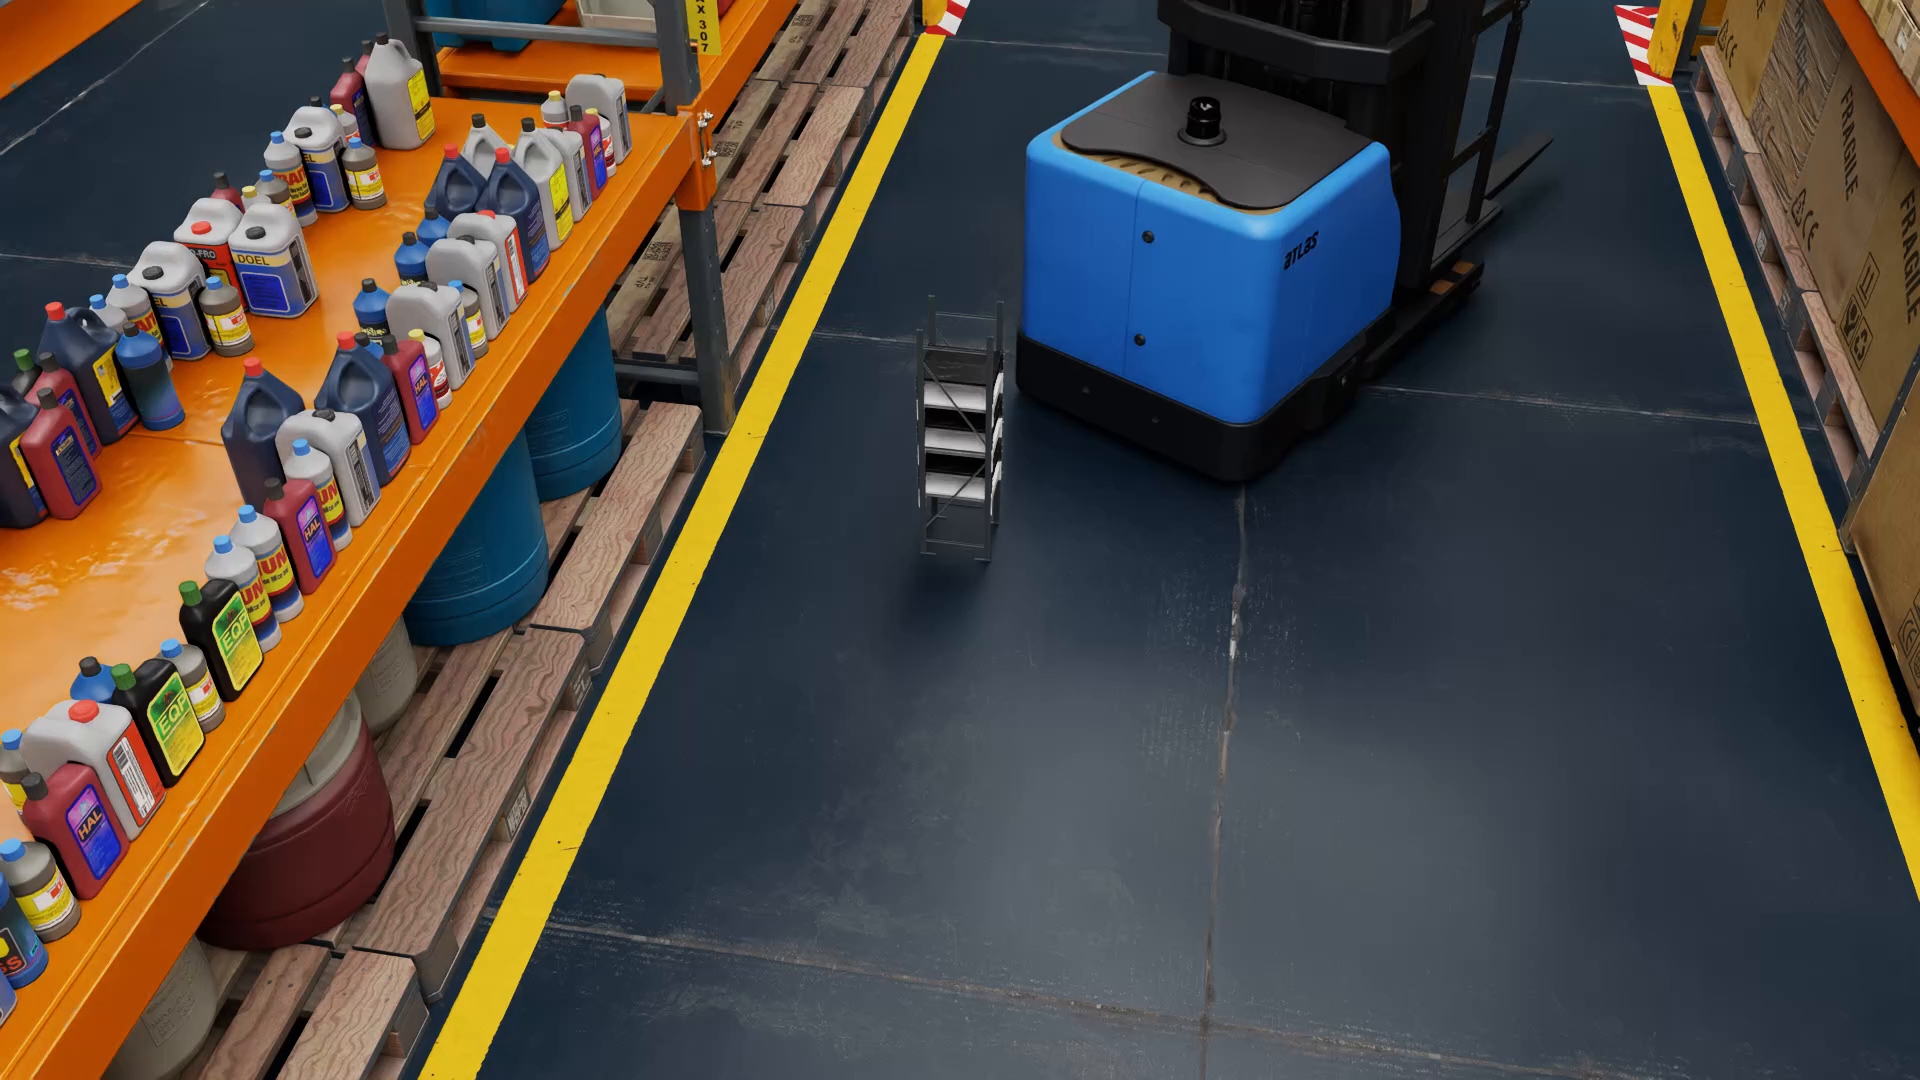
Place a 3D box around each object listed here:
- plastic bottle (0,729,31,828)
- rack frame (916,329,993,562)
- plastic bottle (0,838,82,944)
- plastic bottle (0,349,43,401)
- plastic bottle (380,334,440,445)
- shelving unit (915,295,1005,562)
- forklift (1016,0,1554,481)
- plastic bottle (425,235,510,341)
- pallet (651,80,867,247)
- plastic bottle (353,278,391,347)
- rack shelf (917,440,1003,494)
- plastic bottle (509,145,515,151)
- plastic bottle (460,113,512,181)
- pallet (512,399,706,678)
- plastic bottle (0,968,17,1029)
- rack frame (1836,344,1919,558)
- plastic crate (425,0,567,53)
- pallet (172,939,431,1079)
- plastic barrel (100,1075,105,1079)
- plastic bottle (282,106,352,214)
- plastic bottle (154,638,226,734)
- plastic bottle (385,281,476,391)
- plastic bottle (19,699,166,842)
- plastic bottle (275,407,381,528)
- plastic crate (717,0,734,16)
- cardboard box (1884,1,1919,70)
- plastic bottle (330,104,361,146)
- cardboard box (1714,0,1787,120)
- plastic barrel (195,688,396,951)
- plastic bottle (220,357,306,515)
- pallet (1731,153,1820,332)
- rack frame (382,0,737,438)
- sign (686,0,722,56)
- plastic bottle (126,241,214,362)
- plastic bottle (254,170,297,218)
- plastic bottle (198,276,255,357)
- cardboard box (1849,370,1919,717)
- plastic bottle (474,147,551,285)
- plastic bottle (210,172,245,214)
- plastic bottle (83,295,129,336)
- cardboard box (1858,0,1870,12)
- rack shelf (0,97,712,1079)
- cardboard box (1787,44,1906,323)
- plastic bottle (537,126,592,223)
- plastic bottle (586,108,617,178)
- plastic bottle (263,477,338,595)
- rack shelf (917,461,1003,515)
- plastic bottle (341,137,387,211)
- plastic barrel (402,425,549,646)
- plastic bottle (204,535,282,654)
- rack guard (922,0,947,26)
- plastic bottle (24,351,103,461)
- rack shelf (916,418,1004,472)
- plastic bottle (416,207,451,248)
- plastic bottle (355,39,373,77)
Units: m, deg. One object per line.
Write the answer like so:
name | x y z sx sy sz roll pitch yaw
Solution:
plastic bottle | -1.696 0.427 3.035 0.097 0.201 0.097 0 40 0
rack frame | -0.016 -0.288 5.392 0.240 0.900 0.006 6 40 8
plastic bottle | -1.586 0.589 2.840 0.097 0.201 0.097 0 40 0
plastic bottle | -2.141 -0.294 3.843 0.061 0.283 0.133 6 40 8
plastic bottle | -1.310 -0.378 3.944 0.061 0.283 0.133 6 40 8
shelving unit | 0.001 -0.352 5.469 0.258 0.900 0.210 6 40 8
forklift | 1.529 -2.214 6.127 1.130 2.935 3.031 27 47 29
plastic bottle | -1.275 -0.671 4.304 0.152 0.276 0.135 6 40 8
pallet | -1.053 -1.791 7.750 1.003 0.211 1.213 6 40 8
plastic bottle | -1.441 -0.525 4.132 0.097 0.271 0.097 0 40 0
rack shelf | 0.001 -0.257 5.548 0.258 0.077 0.200 6 40 8
plastic bottle | -1.290 -1.045 4.816 0.097 0.201 0.097 0 40 0
plastic bottle | -1.330 -1.016 4.663 0.144 0.351 0.185 6 40 8
pallet | -1.526 -0.077 5.678 1.003 0.211 1.213 6 40 8
plastic bottle | -1.650 0.691 2.658 0.152 0.276 0.135 6 40 8
rack frame | 3.527 -1.085 4.709 1.000 3.000 0.127 6 40 8
plastic crate | -1.606 -1.979 5.755 0.392 0.384 0.575 6 40 8
pallet | -1.948 1.454 3.826 1.003 0.211 1.213 6 40 8
plastic barrel | -1.975 1.244 3.264 0.600 0.830 0.708 6 40 8
plastic bottle | -1.870 -1.106 4.831 0.152 0.276 0.135 6 40 8
plastic bottle | -1.500 0.276 3.219 0.097 0.201 0.097 0 40 0
plastic bottle | -1.315 -0.525 4.128 0.152 0.276 0.135 6 40 8
plastic bottle | -1.570 0.400 3.009 0.152 0.276 0.135 6 40 8
plastic bottle | -1.410 -0.180 3.711 0.152 0.276 0.135 6 40 8
plastic crate | -0.949 -2.212 5.974 0.402 0.464 0.583 6 40 8
cardboard box | 3.391 -1.700 5.649 0.380 0.149 0.250 7 40 9
plastic bottle | -1.860 -1.214 5.020 0.097 0.201 0.097 0 40 0
cardboard box | 4.187 -2.528 7.792 0.875 0.875 0.875 6 40 8
plastic barrel | -1.780 0.629 4.198 0.600 0.588 0.708 6 40 8
plastic bottle | -1.552 -0.241 3.726 0.144 0.351 0.185 6 40 8
pallet | 3.945 -1.247 7.093 1.003 0.211 1.213 6 40 8
rack frame | -1.351 -1.632 5.369 1.000 3.000 0.127 6 40 8
sign | -0.810 -1.676 5.206 0.100 0.325 0.005 6 40 8
plastic bottle | -2.007 -0.609 4.229 0.152 0.276 0.135 6 40 8
plastic bottle | -1.934 -0.946 4.696 0.097 0.201 0.097 0 40 0
plastic bottle | -1.881 -0.578 4.251 0.097 0.201 0.097 0 40 0
cardboard box | 3.436 -0.025 4.764 1.225 0.875 0.875 7 40 8
plastic bottle | -1.220 -0.884 4.503 0.144 0.351 0.185 6 40 8
plastic bottle | -1.988 -0.846 4.511 0.061 0.283 0.133 6 40 8
plastic bottle | -2.071 -0.476 4.073 0.097 0.271 0.097 0 40 0
cardboard box | 3.479 -2.023 6.039 0.380 0.149 0.250 6 40 7
rack shelf | -1.697 -0.099 4.080 1.077 0.370 4.000 6 40 8
cardboard box | 3.876 -1.399 6.425 0.875 0.875 0.875 6 40 8
plastic bottle | -1.164 -1.071 4.789 0.152 0.276 0.135 6 40 8
plastic bottle | -1.094 -1.196 4.999 0.097 0.201 0.097 0 40 0
plastic bottle | -1.405 -0.032 3.527 0.061 0.283 0.133 6 40 8
rack shelf | 0.001 -0.187 5.605 0.258 0.077 0.200 6 40 8
plastic bottle | -1.744 -1.075 4.852 0.097 0.201 0.097 0 40 0
plastic barrel | -1.584 -0.201 4.956 0.600 0.901 0.708 6 40 8
plastic bottle | -1.460 0.104 3.371 0.097 0.271 0.097 0 40 0
rack guard | -0.667 -3.195 9.222 1.175 0.500 0.348 6 40 8
plastic bottle | -2.081 -0.287 3.835 0.061 0.283 0.133 6 40 8
rack shelf | 0.001 -0.326 5.491 0.258 0.077 0.200 6 40 8
plastic bottle | -1.377 -0.755 4.410 0.097 0.271 0.097 0 40 0
plastic bottle | -1.835 -1.404 5.185 0.061 0.283 0.133 6 40 8
